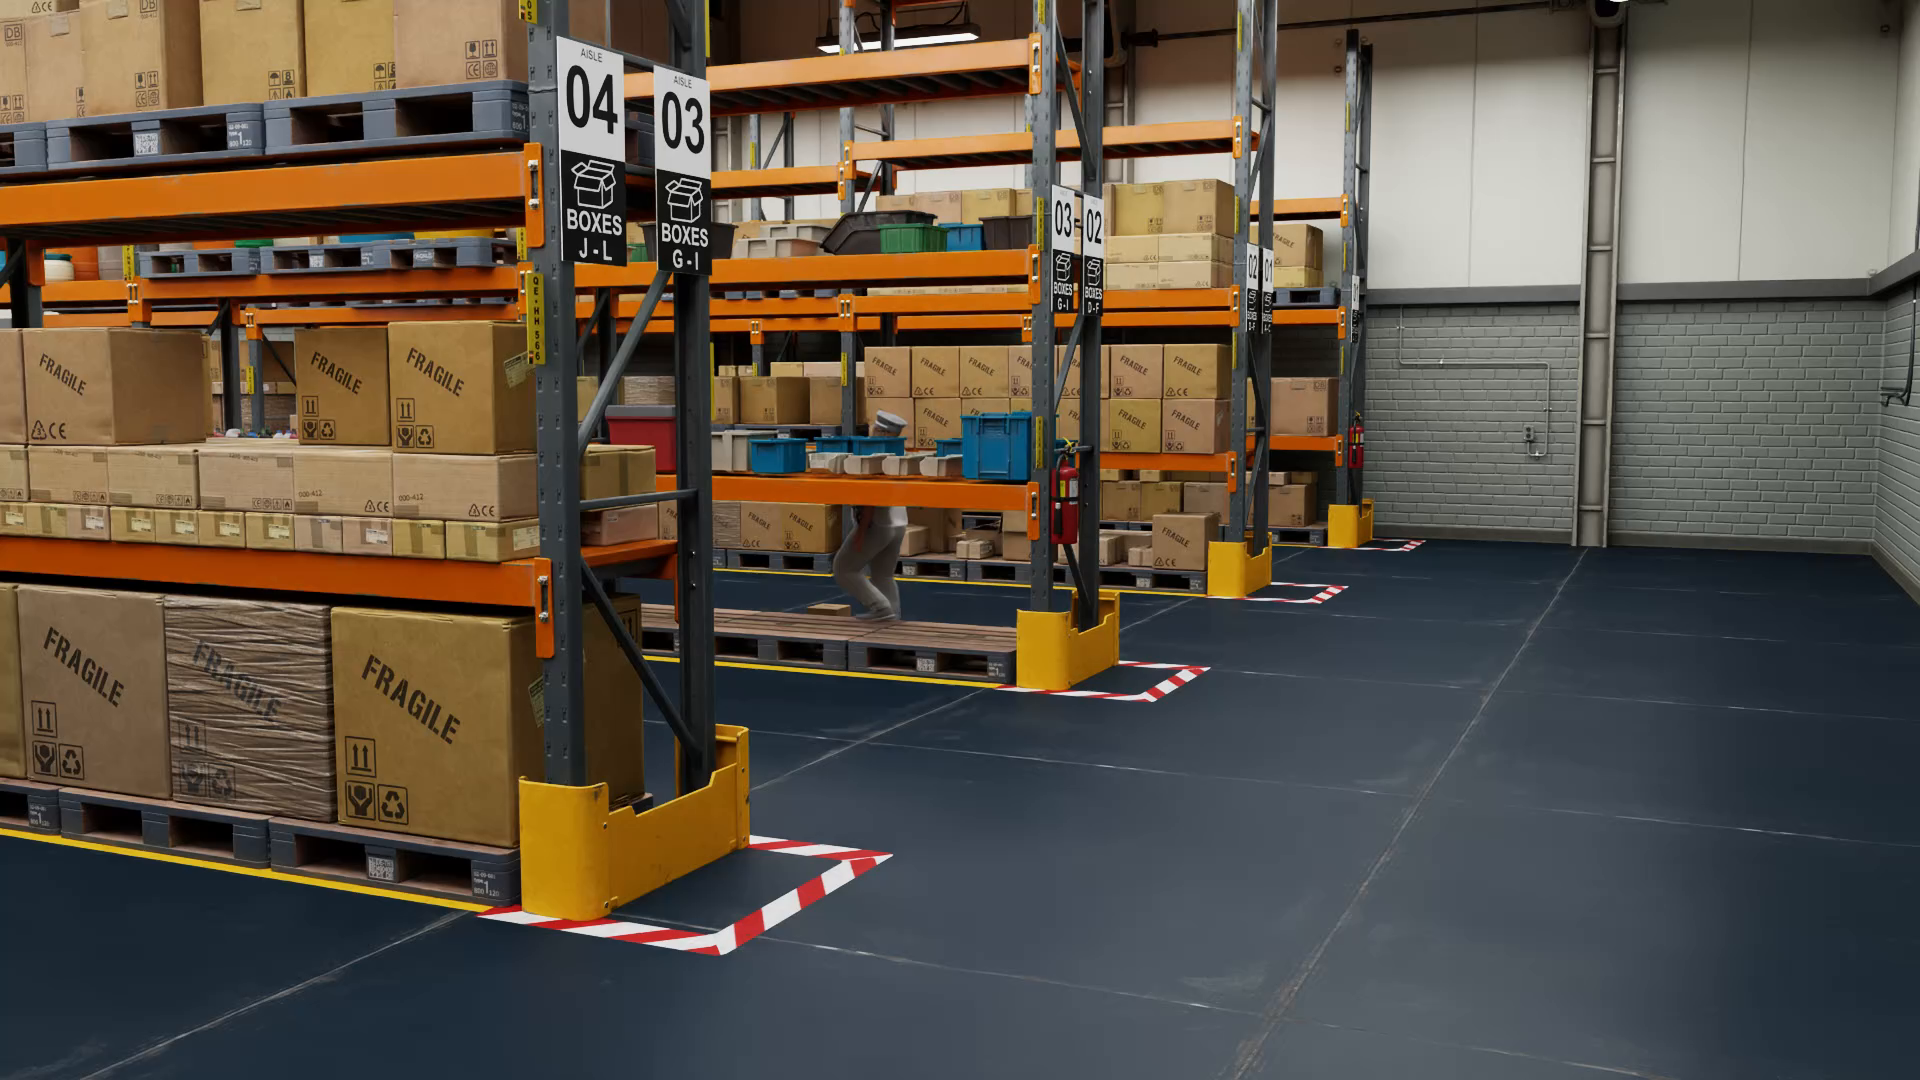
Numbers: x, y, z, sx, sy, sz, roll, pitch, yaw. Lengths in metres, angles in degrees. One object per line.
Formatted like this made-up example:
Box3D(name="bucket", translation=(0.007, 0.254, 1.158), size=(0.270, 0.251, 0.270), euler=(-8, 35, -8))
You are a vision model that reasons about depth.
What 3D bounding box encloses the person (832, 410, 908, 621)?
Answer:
Box3D(name="person", translation=(-0.636, -0.091, 12.365), size=(0.524, 1.754, 0.526), euler=(3, 6, 25))
